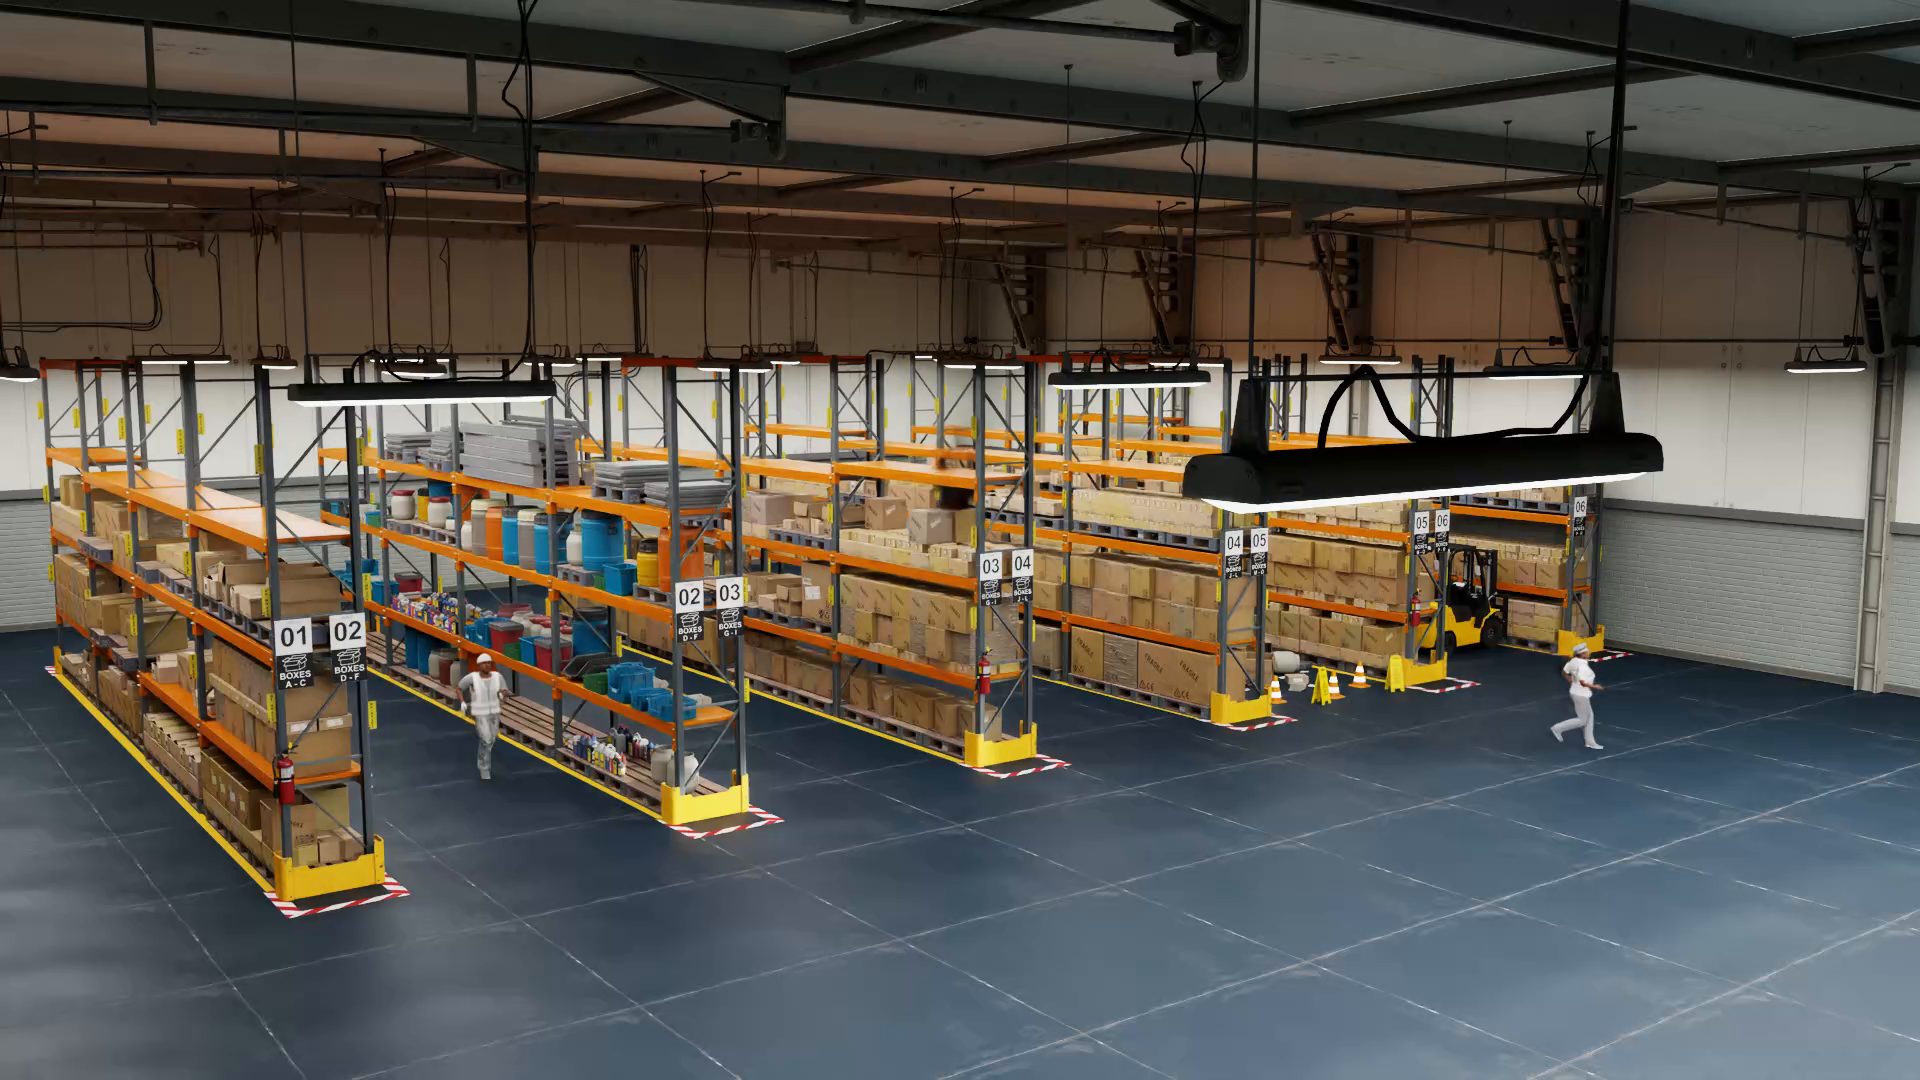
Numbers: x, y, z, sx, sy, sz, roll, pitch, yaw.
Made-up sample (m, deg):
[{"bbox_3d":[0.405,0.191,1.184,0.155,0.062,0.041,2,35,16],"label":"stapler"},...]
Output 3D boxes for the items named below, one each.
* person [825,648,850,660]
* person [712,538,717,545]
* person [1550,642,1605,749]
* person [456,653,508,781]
[{"bbox_3d":[-2.303,1.601,32.353,0.650,1.733,0.627,-7,10,-44],"label":"person"},{"bbox_3d":[-5.996,0.667,40.858,0.579,1.579,0.674,4,8,29],"label":"person"},{"bbox_3d":[9.573,2.415,25.742,0.851,1.692,0.579,0,7,3],"label":"person"},{"bbox_3d":[-6.881,2.558,24.141,0.657,1.835,0.756,-6,9,-42],"label":"person"}]
